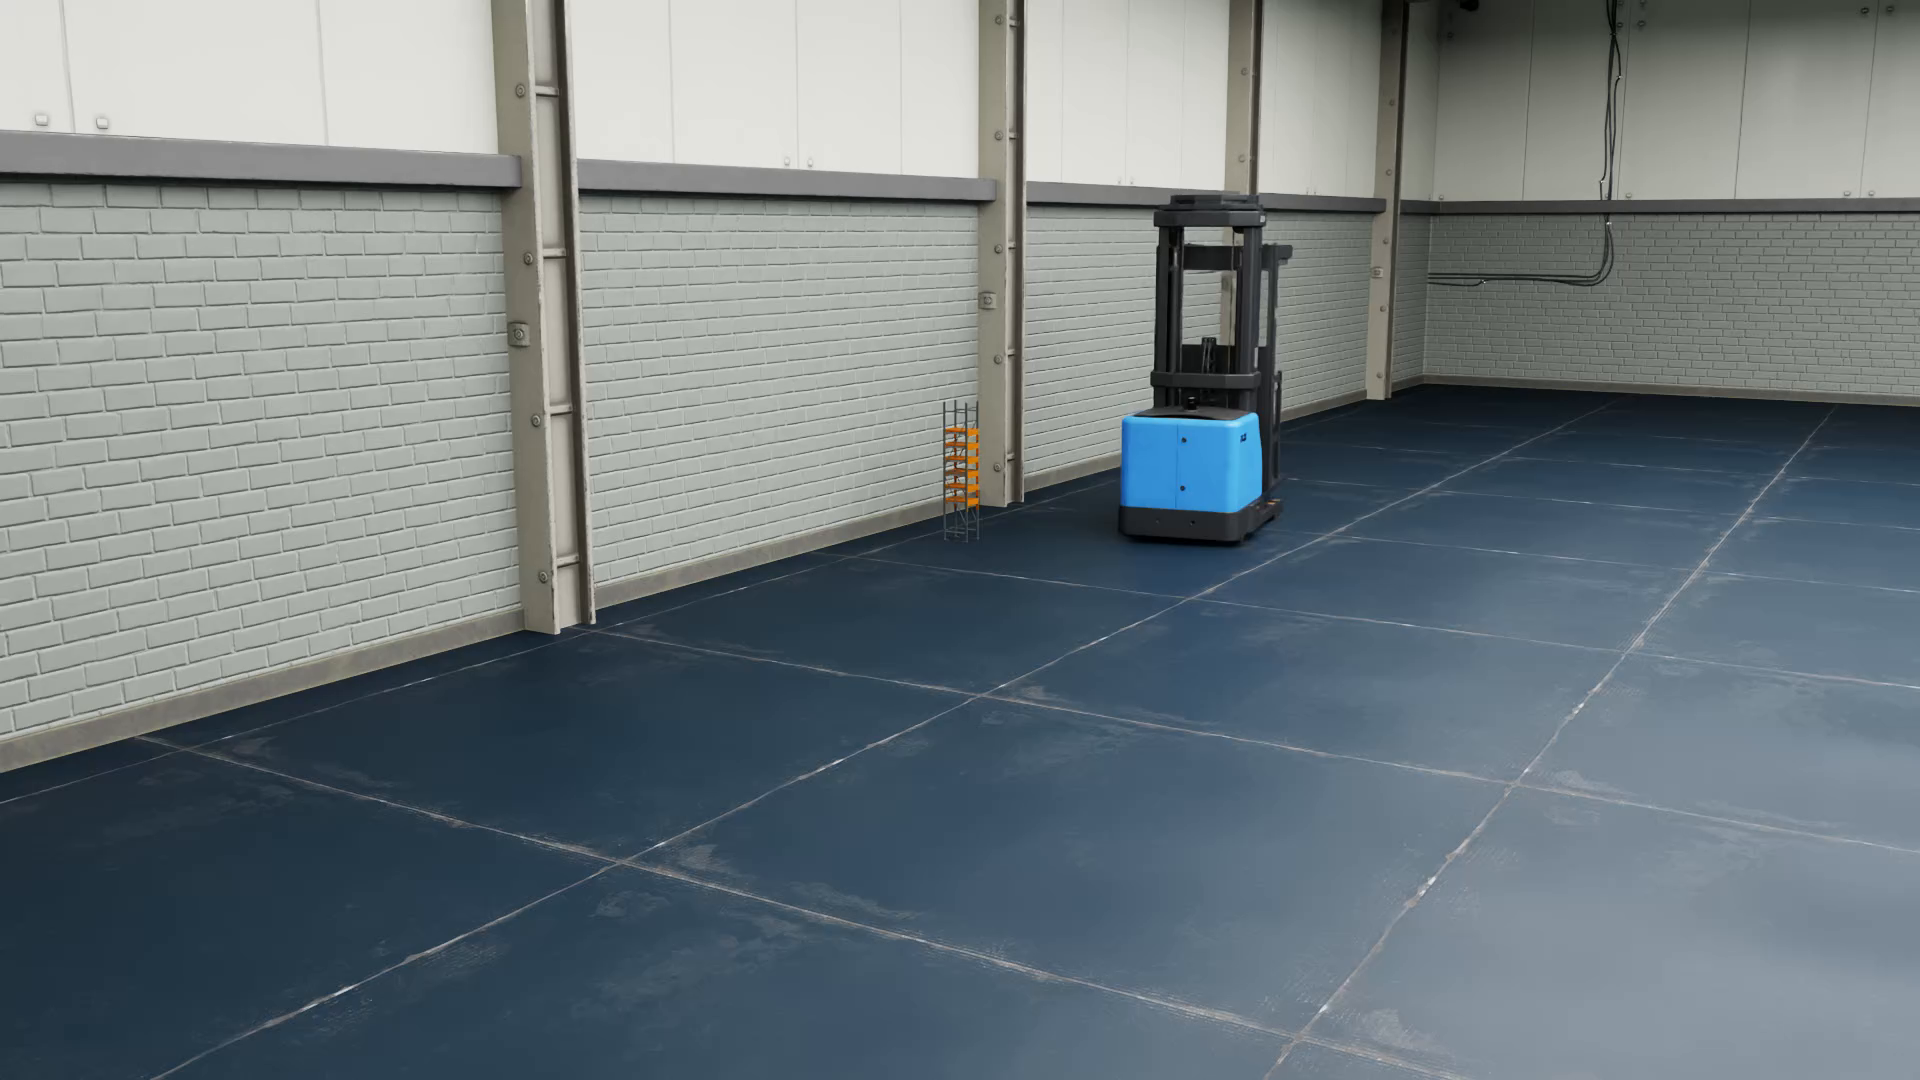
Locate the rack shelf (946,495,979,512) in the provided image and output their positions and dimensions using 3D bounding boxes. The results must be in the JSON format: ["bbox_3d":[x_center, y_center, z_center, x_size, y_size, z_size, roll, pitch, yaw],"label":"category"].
[{"bbox_3d":[0.008,-0.312,14.323,0.258,0.103,0.180,6,12,31],"label":"rack shelf"}]

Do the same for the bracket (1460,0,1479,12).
[{"bbox_3d":[8.379,-8.847,27.387,0.235,0.232,0.430,6,12,31],"label":"bracket"}]

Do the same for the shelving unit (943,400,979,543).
[{"bbox_3d":[0.008,-0.592,14.270,0.258,1.200,0.189,6,12,31],"label":"shelving unit"}]

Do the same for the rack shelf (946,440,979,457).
[{"bbox_3d":[0.008,-0.784,14.234,0.258,0.103,0.180,6,12,31],"label":"rack shelf"}]

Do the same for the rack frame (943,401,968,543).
[{"bbox_3d":[-0.040,-0.578,14.194,0.240,1.200,0.006,6,12,31],"label":"rack frame"}]

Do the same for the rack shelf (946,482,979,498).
[{"bbox_3d":[0.008,-0.430,14.301,0.258,0.103,0.180,6,12,31],"label":"rack shelf"}]

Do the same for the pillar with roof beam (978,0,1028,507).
[{"bbox_3d":[4.079,-4.375,13.282,9.100,9.000,0.400,6,12,31],"label":"pillar with roof beam"}]

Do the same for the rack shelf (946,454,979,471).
[{"bbox_3d":[0.008,-0.666,14.257,0.258,0.103,0.180,6,12,31],"label":"rack shelf"}]

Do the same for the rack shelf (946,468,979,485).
[{"bbox_3d":[0.008,-0.548,14.279,0.258,0.103,0.180,6,12,31],"label":"rack shelf"}]

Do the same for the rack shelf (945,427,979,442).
[{"bbox_3d":[0.008,-0.902,14.212,0.258,0.103,0.180,6,12,31],"label":"rack shelf"}]

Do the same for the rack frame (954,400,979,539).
[{"bbox_3d":[0.055,-0.606,14.347,0.240,1.200,0.006,6,12,31],"label":"rack frame"}]

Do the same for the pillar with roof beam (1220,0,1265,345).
[{"bbox_3d":[7.194,-5.318,18.322,9.100,9.000,0.400,6,12,31],"label":"pillar with roof beam"}]

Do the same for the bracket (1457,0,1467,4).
[{"bbox_3d":[8.073,-8.754,26.891,0.076,0.066,3.189,6,12,31],"label":"bracket"}]

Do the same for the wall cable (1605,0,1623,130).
[{"bbox_3d":[11.602,-7.708,25.800,3.097,2.526,0.112,6,12,31],"label":"wall cable"}]

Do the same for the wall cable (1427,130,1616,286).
[{"bbox_3d":[9.290,-5.484,27.645,3.097,2.526,0.112,6,12,31],"label":"wall cable"}]

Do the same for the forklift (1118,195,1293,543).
[{"bbox_3d":[2.386,-1.649,15.214,1.130,2.935,3.031,4,11,22],"label":"forklift"}]

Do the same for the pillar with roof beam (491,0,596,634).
[{"bbox_3d":[0.964,-3.431,8.241,9.100,9.000,0.400,6,12,31],"label":"pillar with roof beam"}]

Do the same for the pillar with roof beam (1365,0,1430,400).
[{"bbox_3d":[10.309,-6.262,23.363,9.100,9.000,0.548,6,12,31],"label":"pillar with roof beam"}]
